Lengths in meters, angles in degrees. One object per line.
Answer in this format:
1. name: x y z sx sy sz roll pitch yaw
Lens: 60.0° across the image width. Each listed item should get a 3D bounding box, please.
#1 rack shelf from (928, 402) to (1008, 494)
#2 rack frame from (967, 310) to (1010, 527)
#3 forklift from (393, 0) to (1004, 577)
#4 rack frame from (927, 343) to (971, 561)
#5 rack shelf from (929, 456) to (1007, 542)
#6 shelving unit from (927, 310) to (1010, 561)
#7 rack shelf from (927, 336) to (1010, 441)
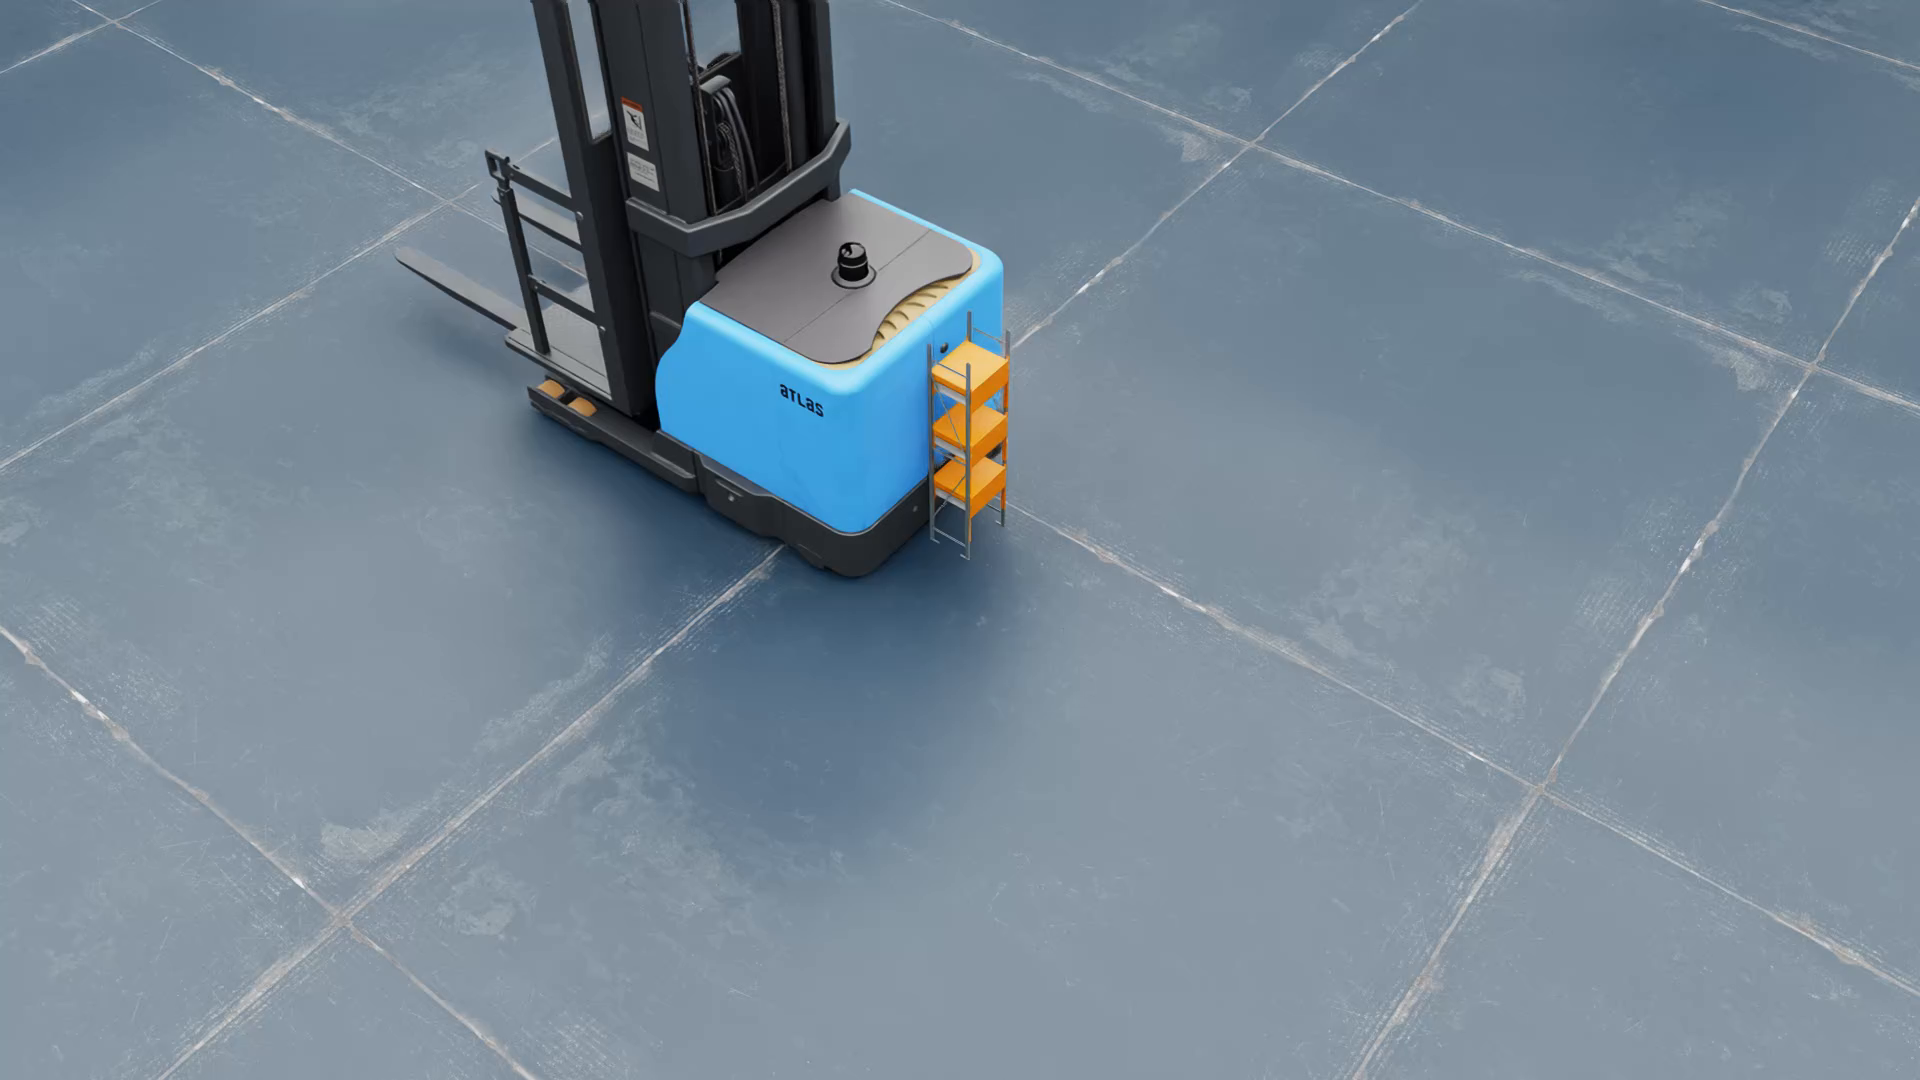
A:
1. rack shelf: 0.033 -0.386 6.572 0.215 0.259 0.240 29 53 25
2. rack frame: 0.107 -0.463 6.631 0.200 1.050 0.008 29 53 25
3. forklift: -1.294 -1.750 6.559 3.031 2.935 1.130 29 53 25
4. rack frame: -0.042 -0.323 6.498 0.200 1.050 0.008 29 53 25
5. rack shelf: 0.033 -0.194 6.773 0.215 0.259 0.240 29 53 25
6. shelving unit: 0.033 -0.393 6.564 0.215 1.050 0.252 29 53 25
7. rack shelf: 0.033 -0.582 6.367 0.215 0.259 0.240 29 53 25
